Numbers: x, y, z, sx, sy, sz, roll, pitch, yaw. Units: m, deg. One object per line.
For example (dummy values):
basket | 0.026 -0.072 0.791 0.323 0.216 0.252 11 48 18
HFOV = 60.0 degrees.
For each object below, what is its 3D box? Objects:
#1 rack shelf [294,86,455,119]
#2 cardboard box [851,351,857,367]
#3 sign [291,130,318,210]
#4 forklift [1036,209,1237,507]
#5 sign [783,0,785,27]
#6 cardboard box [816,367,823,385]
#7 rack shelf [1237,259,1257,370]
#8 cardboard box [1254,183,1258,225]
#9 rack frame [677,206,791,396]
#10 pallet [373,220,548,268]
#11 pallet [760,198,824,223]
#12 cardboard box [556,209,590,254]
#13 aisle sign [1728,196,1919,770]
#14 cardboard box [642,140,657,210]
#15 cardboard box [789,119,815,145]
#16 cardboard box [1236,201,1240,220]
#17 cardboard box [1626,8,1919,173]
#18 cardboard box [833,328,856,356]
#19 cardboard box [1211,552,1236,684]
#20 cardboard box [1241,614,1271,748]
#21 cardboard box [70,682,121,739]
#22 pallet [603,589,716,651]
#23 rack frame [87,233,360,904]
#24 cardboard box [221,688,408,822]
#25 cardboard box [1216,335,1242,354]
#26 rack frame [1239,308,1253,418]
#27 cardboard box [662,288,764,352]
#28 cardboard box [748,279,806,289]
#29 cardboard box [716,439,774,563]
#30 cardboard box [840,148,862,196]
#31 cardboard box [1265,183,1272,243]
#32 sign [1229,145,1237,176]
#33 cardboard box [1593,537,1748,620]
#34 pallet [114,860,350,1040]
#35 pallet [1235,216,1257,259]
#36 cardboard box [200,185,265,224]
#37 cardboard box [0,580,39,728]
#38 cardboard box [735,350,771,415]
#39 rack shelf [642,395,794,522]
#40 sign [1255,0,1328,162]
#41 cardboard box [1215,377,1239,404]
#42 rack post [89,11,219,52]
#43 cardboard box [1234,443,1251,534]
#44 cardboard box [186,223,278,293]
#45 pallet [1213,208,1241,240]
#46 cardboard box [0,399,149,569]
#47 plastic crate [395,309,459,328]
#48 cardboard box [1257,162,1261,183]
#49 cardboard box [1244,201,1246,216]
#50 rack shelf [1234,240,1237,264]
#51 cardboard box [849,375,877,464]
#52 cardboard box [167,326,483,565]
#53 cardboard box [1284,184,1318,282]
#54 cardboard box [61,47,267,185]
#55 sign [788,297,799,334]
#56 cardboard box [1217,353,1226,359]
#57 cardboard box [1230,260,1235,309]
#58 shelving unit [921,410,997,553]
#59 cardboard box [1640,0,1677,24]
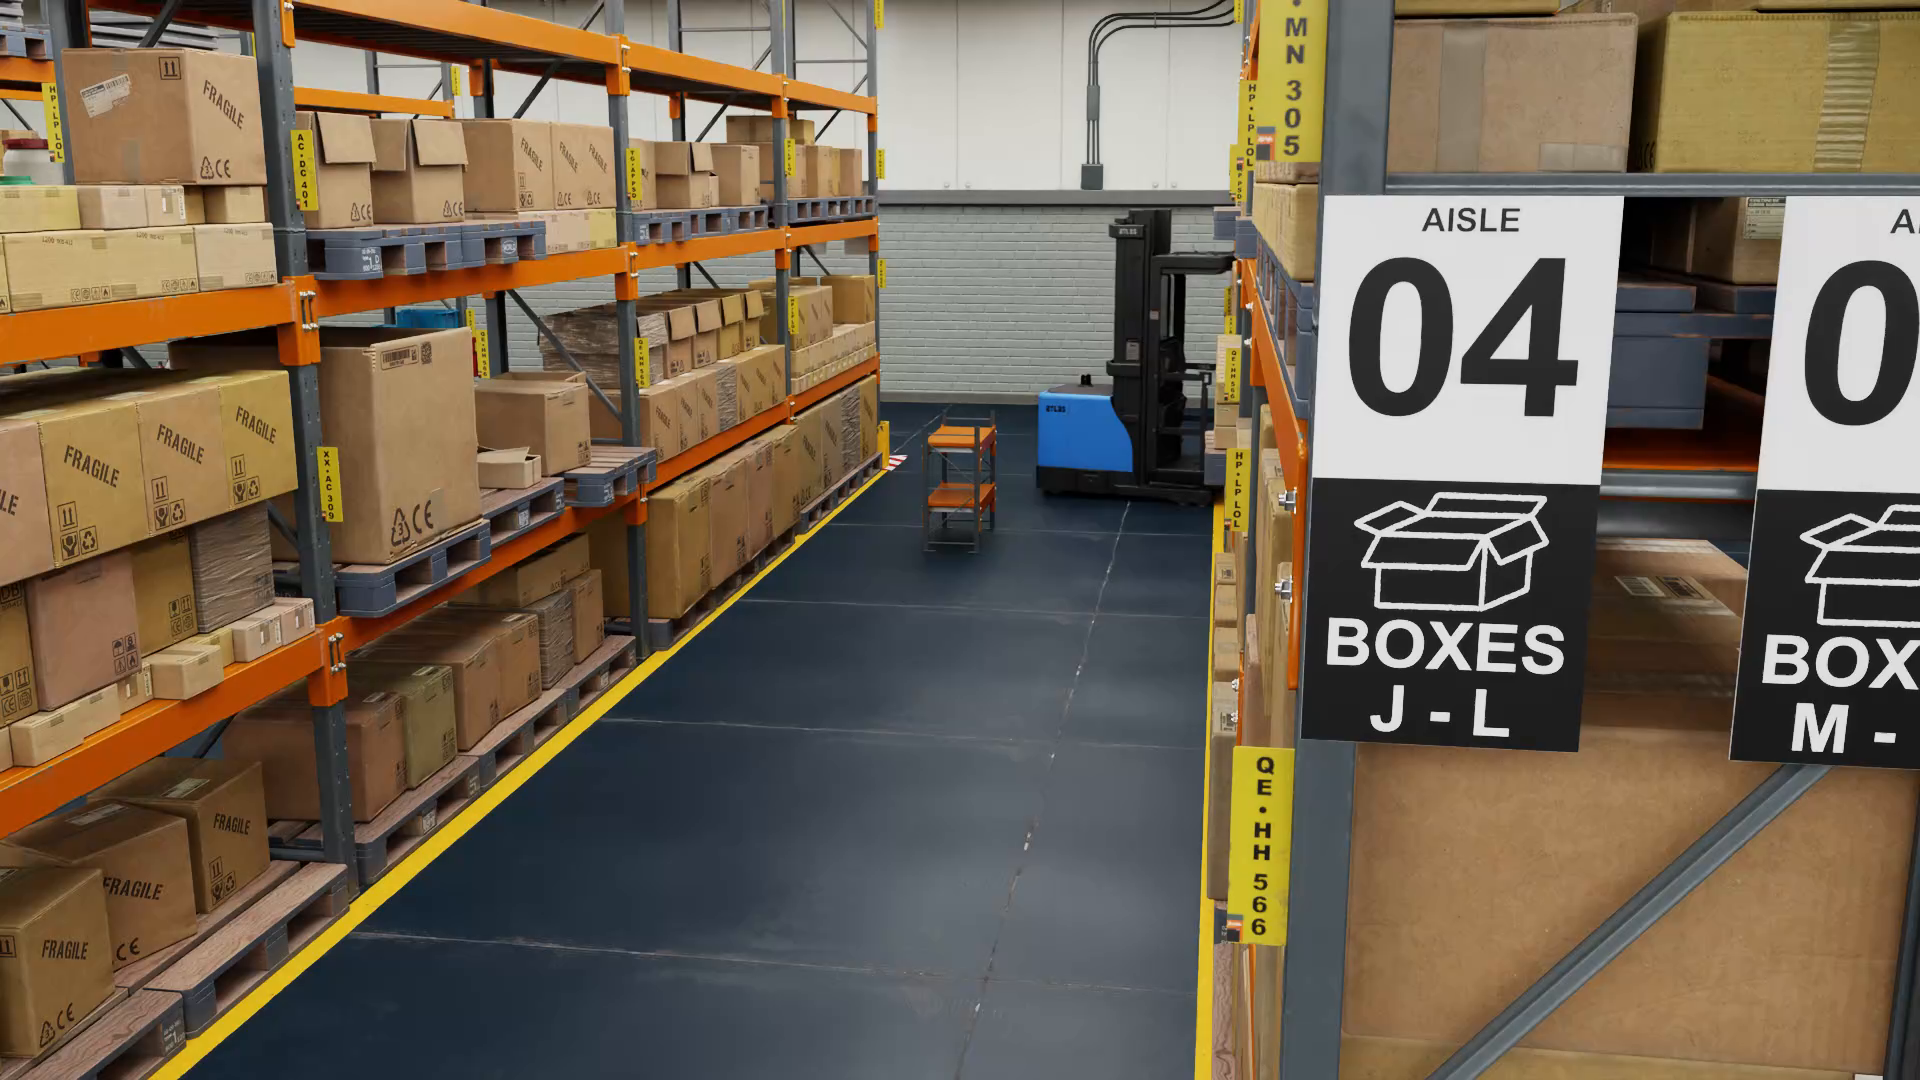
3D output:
rack shelf | -6.621 -4.460 17.244 1.077 0.370 4.000 2 12 9
cardboard box | -1.304 -1.910 17.591 0.380 0.149 0.250 2 12 7
sign | -2.727 -1.536 6.909 0.100 0.325 0.005 2 12 9
forklift | 2.371 -1.894 17.080 3.031 2.935 1.130 5 13 20
sign | -1.966 -5.817 18.287 0.100 0.325 0.005 2 12 9
cardboard box | -1.541 -1.590 16.106 0.380 0.149 0.250 2 12 7
rack shelf | 1.928 -1.182 8.202 1.077 0.370 4.000 2 12 9
cardboard box | 1.191 -1.130 5.615 0.380 0.149 0.250 2 12 9
rack frame | -2.034 -1.498 15.081 1.000 3.000 0.127 2 12 9
pallet | -2.908 -1.548 8.640 1.213 0.211 1.003 2 12 9
pallet | -1.898 -3.091 15.563 1.003 0.211 1.213 2 12 9
cardboard box | -2.543 -1.848 9.940 0.500 0.250 0.500 2 12 8
aisle sign | 1.291 -0.065 2.259 0.394 0.787 0.004 2 12 9
cardboard box | -2.581 -2.698 12.294 0.500 0.500 0.500 3 12 12
cardboard box | -1.740 -4.047 16.535 0.500 0.250 0.500 1 12 7
cardboard box | 2.660 -2.820 14.452 0.500 0.250 0.500 2 12 10
cardboard box | 1.334 -0.703 2.688 0.500 0.250 0.500 2 12 9
cardboard box | -1.388 -2.082 17.440 0.500 0.250 0.500 1 12 7
cardboard box | 2.054 0.535 9.992 1.050 0.750 0.750 2 12 8
cardboard box | 1.314 0.577 5.098 0.875 0.550 0.550 2 12 9
cardboard box | -3.248 0.603 5.928 0.380 0.149 0.250 2 12 9
pallet | -2.454 0.536 12.261 1.003 0.211 1.213 2 12 9
rack frame | -3.265 0.167 7.354 1.000 3.000 0.127 2 12 9
cardboard box | -3.149 1.047 8.161 0.700 0.500 0.500 1 12 4
cardboard box | 2.336 -1.623 13.846 0.380 0.149 0.250 3 12 12
rack frame | 2.236 -0.484 10.374 1.000 3.000 0.127 2 12 9
cardboard box | -2.124 -1.904 14.347 0.797 0.503 0.637 2 12 7
cardboard box | -1.910 -2.466 17.443 0.500 0.500 0.500 2 12 7
cardboard box | -2.249 -0.345 13.776 1.225 0.875 0.875 1 12 7
cardboard box | -1.446 -3.990 18.053 0.700 0.500 0.500 1 12 5
cardboard box | 0.957 -0.814 4.148 0.380 0.149 0.250 2 12 9
sign | 2.930 -4.060 17.775 0.100 0.325 0.005 2 12 9
cardboard box | 1.315 0.275 3.935 0.875 0.550 0.550 2 12 9
pallet | -3.333 1.671 6.994 1.003 0.211 1.213 2 12 9
pallet | 2.189 -1.722 9.448 1.213 0.211 1.003 2 12 11
cardboard box | -3.029 -1.344 6.654 0.380 0.149 0.250 2 12 10
cardboard box | -3.602 0.378 5.434 0.875 0.500 0.500 2 12 9
cardboard box | -1.919 -1.338 14.101 0.500 0.500 0.500 2 12 10
rack shelf | -2.342 -0.730 13.225 1.077 0.370 4.000 2 12 9
sign | 0.472 -0.699 2.341 0.100 0.325 0.005 2 12 9
cardboard box | 1.858 -0.974 10.836 0.380 0.149 0.250 1 12 6
rack post | -7.089 -4.380 14.393 0.937 0.300 0.954 2 12 8
cardboard box | 1.747 -0.237 8.992 0.500 0.500 0.500 2 12 9
cardboard box | -3.077 -1.122 6.574 0.500 0.250 0.500 2 12 11
pallet | 2.495 -2.350 12.359 1.213 0.211 1.003 2 12 9
cardboard box | -3.215 -0.205 5.765 0.500 0.500 0.500 2 12 9
plastic crate | -6.180 -2.462 19.328 0.616 0.435 0.499 2 12 9
cardboard box | 1.193 -1.246 5.206 0.500 0.250 0.500 2 12 8
cardboard box | 2.073 -2.126 10.637 0.500 0.500 0.500 2 12 9
rack shelf | 3.159 -2.847 15.929 1.077 0.370 4.000 2 12 9
cardboard box | -1.438 -1.362 18.494 0.875 0.875 0.875 2 12 9
cardboard box | -3.004 -0.492 7.993 1.000 1.000 1.000 2 12 9
cardboard box | 0.722 -0.496 2.675 0.380 0.149 0.250 2 12 9
cardboard box | -3.082 -1.636 6.470 0.500 0.500 0.500 2 12 7
sign | -1.496 -2.010 14.895 0.100 0.325 0.005 2 12 9
cardboard box | 2.100 -1.297 12.336 0.380 0.149 0.250 2 12 10
cardboard box | 2.962 -2.534 16.573 0.500 0.500 0.500 2 12 7
shelving unit | 0.001 -0.551 15.138 0.538 1.125 1.048 2 12 9
cardboard box | 1.450 -0.970 2.982 0.380 0.149 0.250 2 12 8
